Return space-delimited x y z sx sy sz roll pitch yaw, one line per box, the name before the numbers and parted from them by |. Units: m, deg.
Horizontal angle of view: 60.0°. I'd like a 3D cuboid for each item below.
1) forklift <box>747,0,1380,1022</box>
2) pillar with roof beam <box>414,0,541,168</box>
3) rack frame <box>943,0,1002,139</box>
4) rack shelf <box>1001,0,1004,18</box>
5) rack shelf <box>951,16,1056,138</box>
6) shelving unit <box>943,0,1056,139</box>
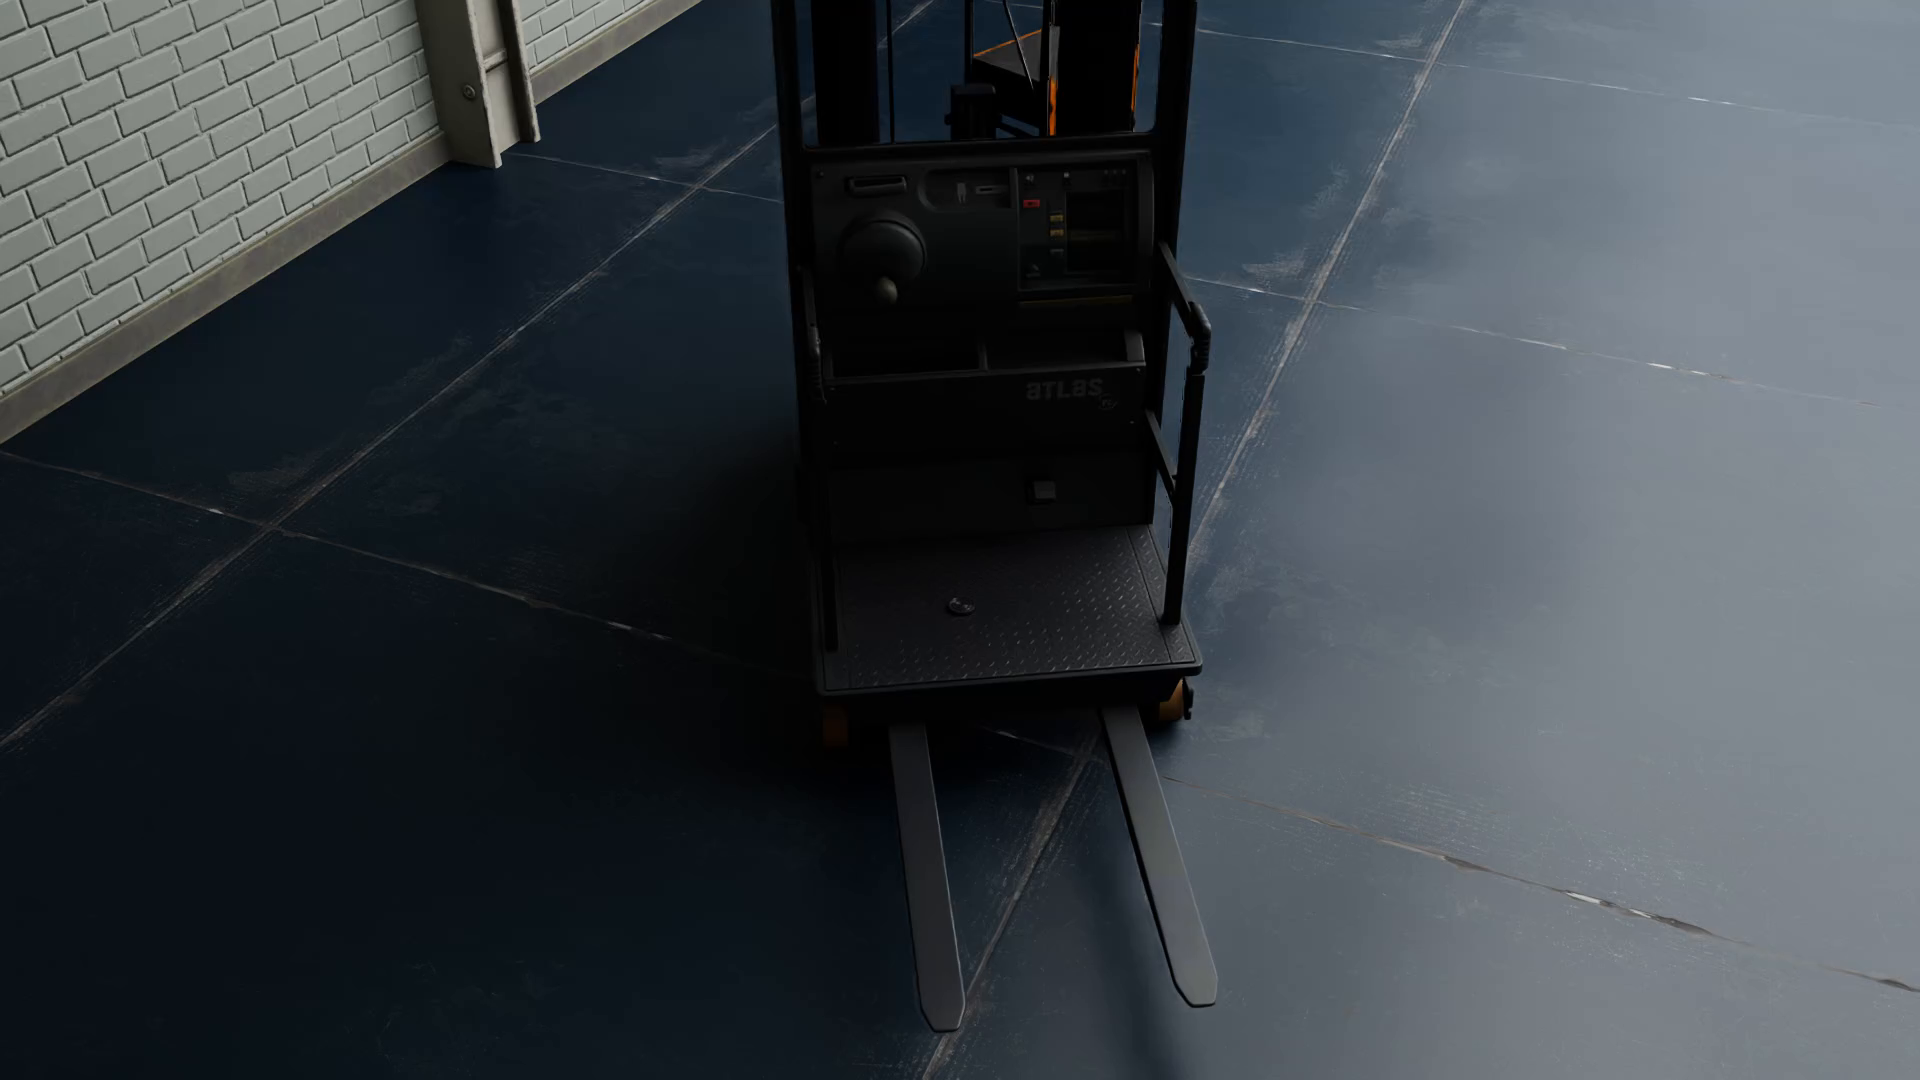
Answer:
forklift | 0.221 -0.796 4.367 1.130 2.935 3.031 -11 38 -15
pillar with roof beam | 1.626 -4.600 4.388 9.100 9.000 0.400 14 39 18
rack frame | 0.040 -1.538 6.054 0.015 2.100 0.400 -18 40 -23
rack shelf | 0.254 -2.158 5.737 0.480 0.518 0.431 -18 40 -23
rack shelf | 0.254 -1.597 6.156 0.480 0.518 0.431 -18 40 -23
shelving unit | 0.254 -1.608 6.147 0.503 2.100 0.431 -18 40 -23
